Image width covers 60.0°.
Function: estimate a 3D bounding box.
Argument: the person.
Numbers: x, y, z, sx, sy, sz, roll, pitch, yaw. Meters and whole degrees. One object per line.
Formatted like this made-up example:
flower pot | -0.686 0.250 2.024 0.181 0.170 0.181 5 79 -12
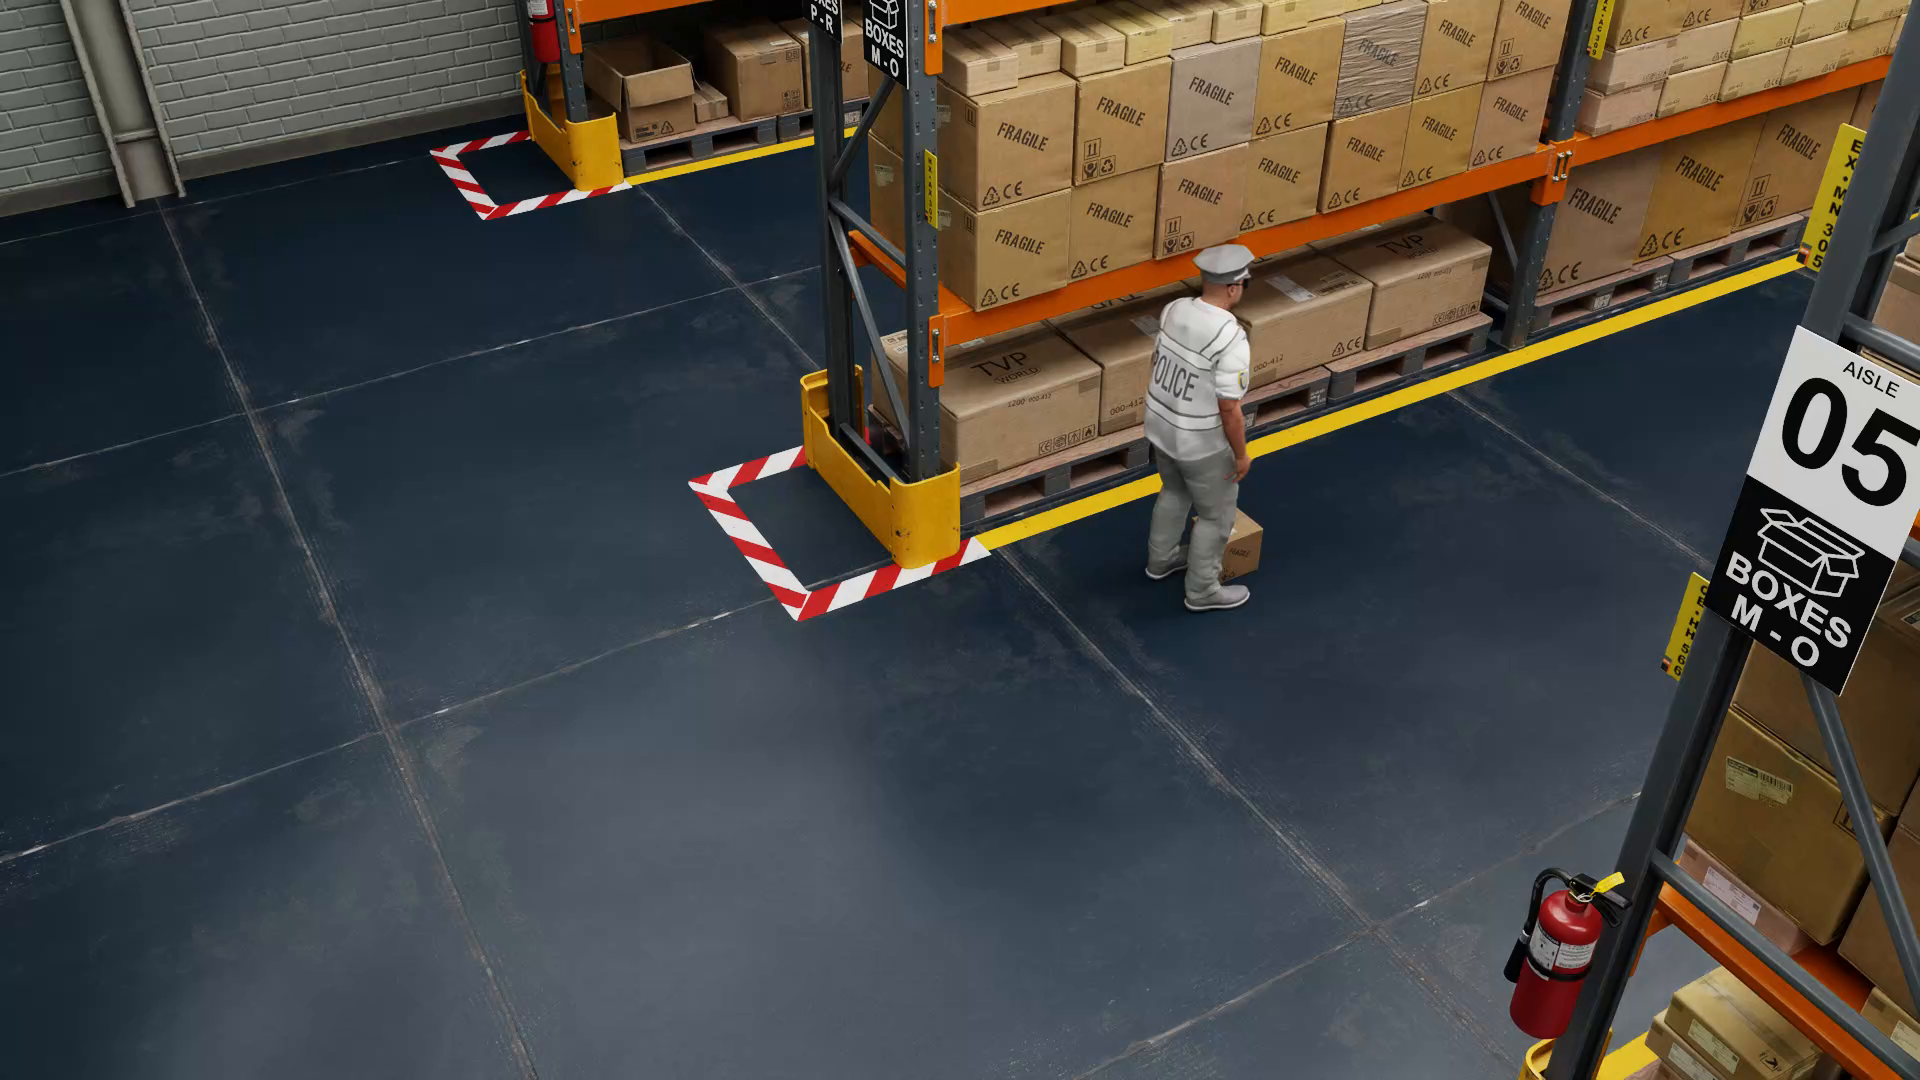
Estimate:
person | 1.077 -0.491 7.583 0.434 1.748 0.595 -20 41 -25
